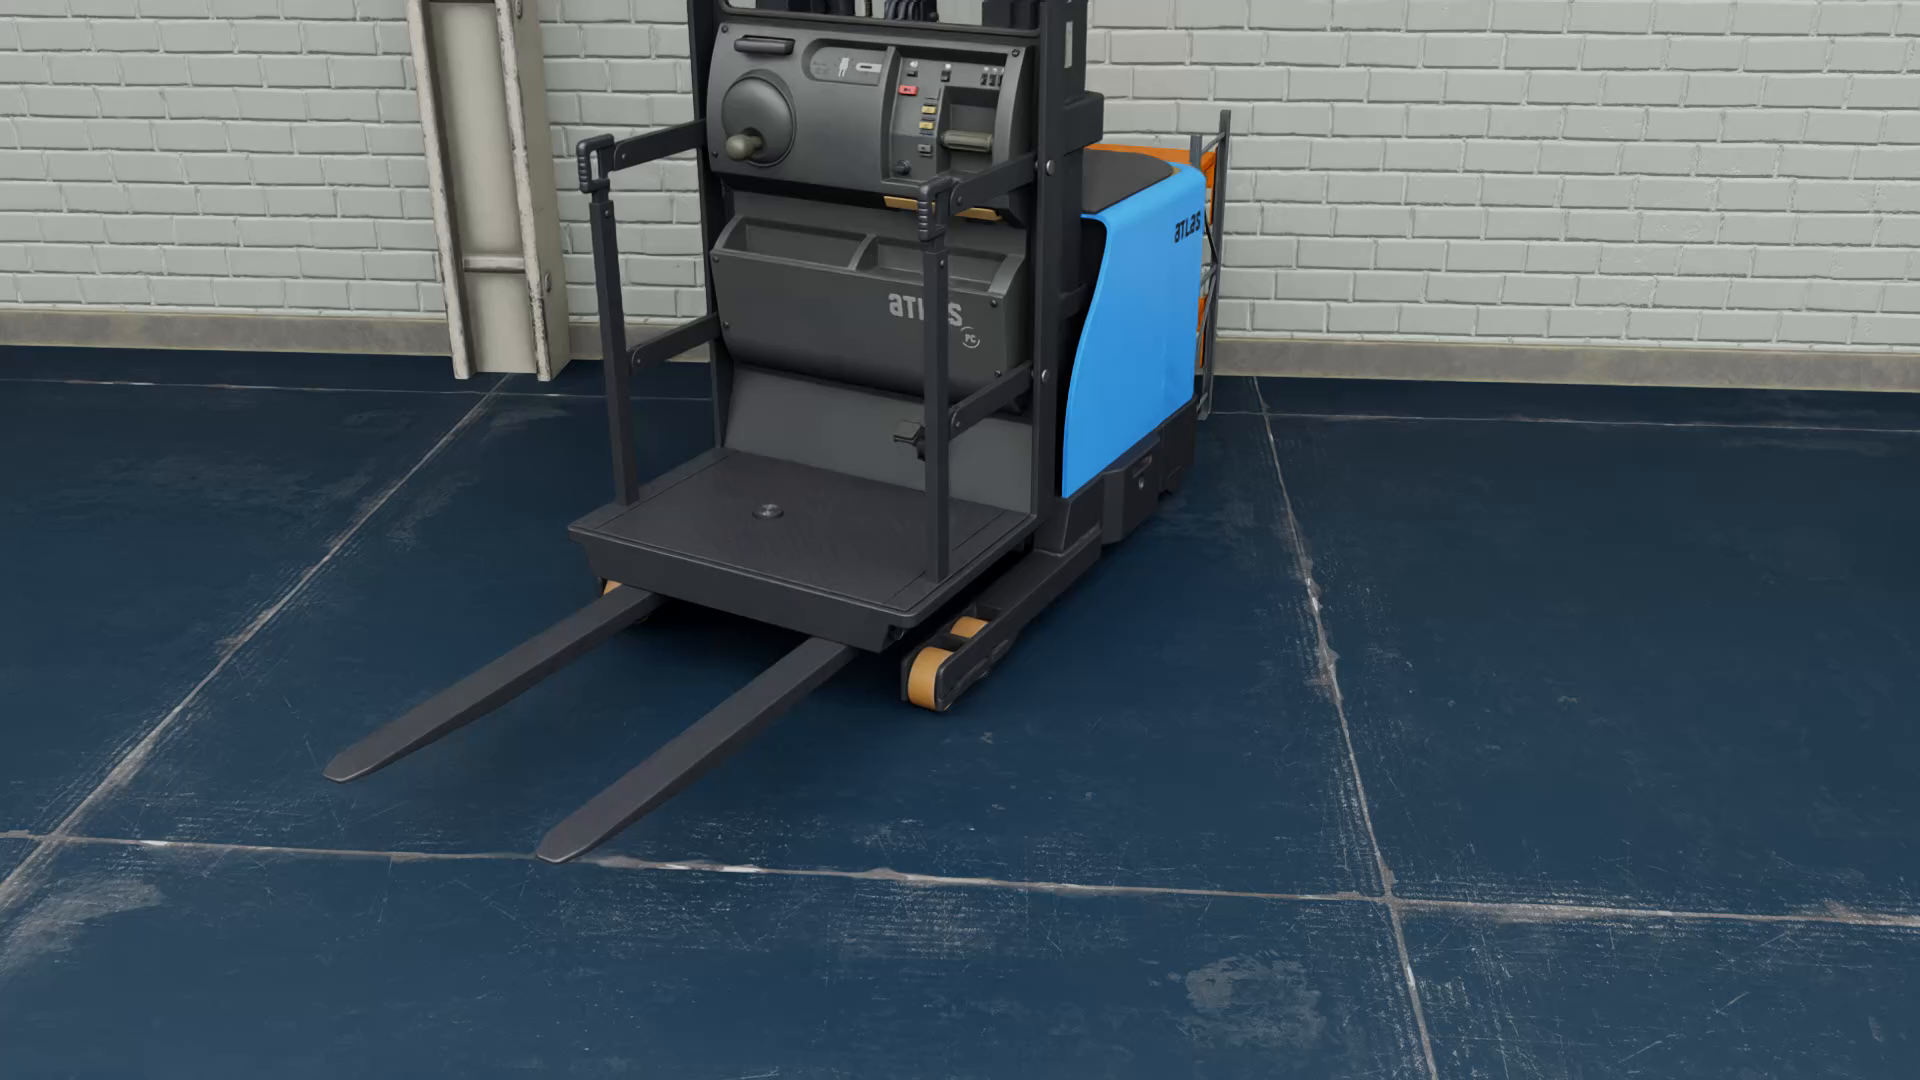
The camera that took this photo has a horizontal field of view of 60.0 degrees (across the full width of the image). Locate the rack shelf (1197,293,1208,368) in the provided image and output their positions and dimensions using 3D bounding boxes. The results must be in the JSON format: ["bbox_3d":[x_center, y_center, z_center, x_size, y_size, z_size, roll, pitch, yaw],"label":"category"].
[{"bbox_3d":[0.376,-0.756,6.133,1.000,0.278,0.538,9,26,18],"label":"rack shelf"}]

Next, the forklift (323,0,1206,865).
[{"bbox_3d":[-0.361,-1.105,4.146,1.130,2.935,3.031,13,28,26],"label":"forklift"}]

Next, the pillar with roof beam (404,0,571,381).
[{"bbox_3d":[-2.144,-2.998,1.000,0.400,9.000,9.100,2,25,4],"label":"pillar with roof beam"}]

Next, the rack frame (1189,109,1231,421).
[{"bbox_3d":[0.853,-0.905,5.871,0.032,1.125,0.500,9,26,18],"label":"rack frame"}]

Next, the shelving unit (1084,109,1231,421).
[{"bbox_3d":[0.376,-0.978,6.031,1.048,1.125,0.538,9,26,18],"label":"shelving unit"}]

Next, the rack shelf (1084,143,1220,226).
[{"bbox_3d":[0.376,-1.244,5.908,1.000,0.278,0.538,9,26,18],"label":"rack shelf"}]
